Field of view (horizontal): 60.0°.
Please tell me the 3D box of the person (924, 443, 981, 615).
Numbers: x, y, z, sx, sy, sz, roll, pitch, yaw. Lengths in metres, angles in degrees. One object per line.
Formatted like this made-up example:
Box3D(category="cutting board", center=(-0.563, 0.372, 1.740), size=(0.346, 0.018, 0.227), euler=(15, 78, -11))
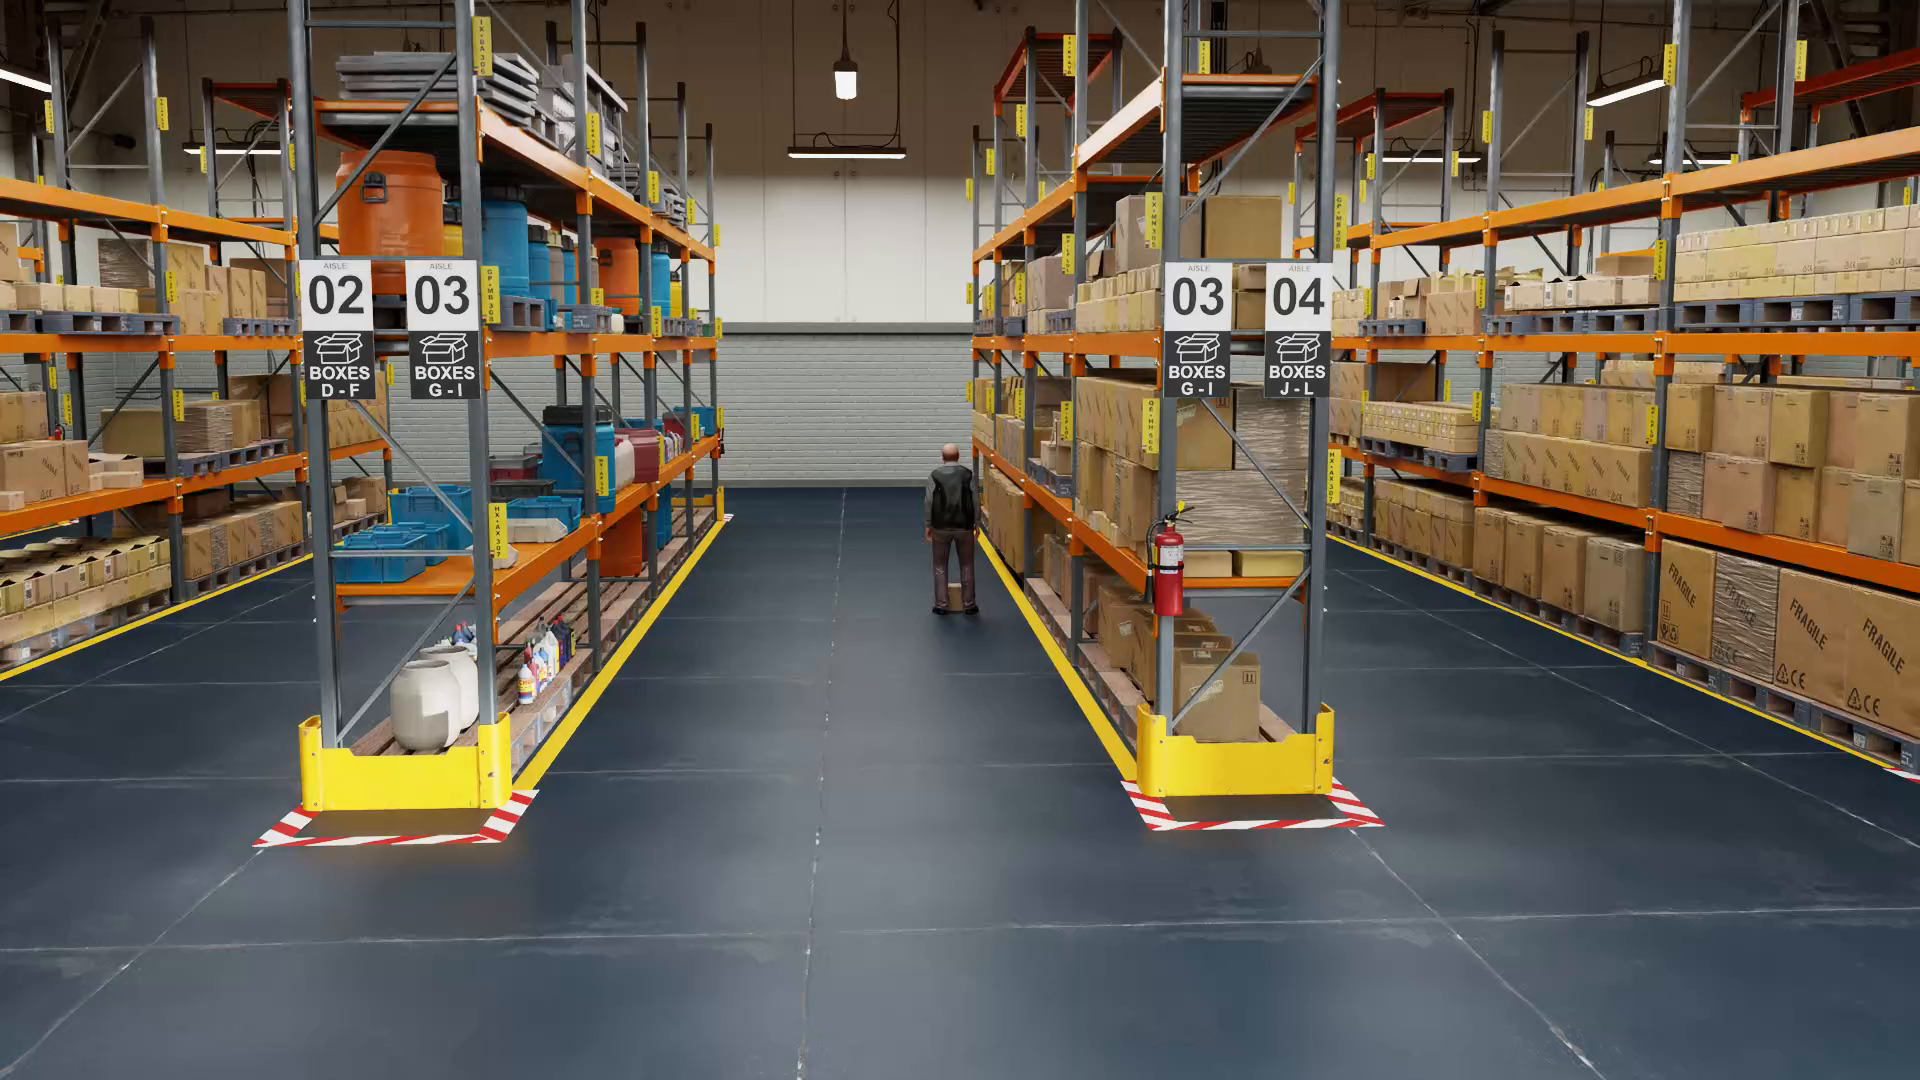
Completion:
Box3D(category="person", center=(-0.072, -0.108, 16.751), size=(0.579, 1.720, 0.420), euler=(-1, 7, -4))
